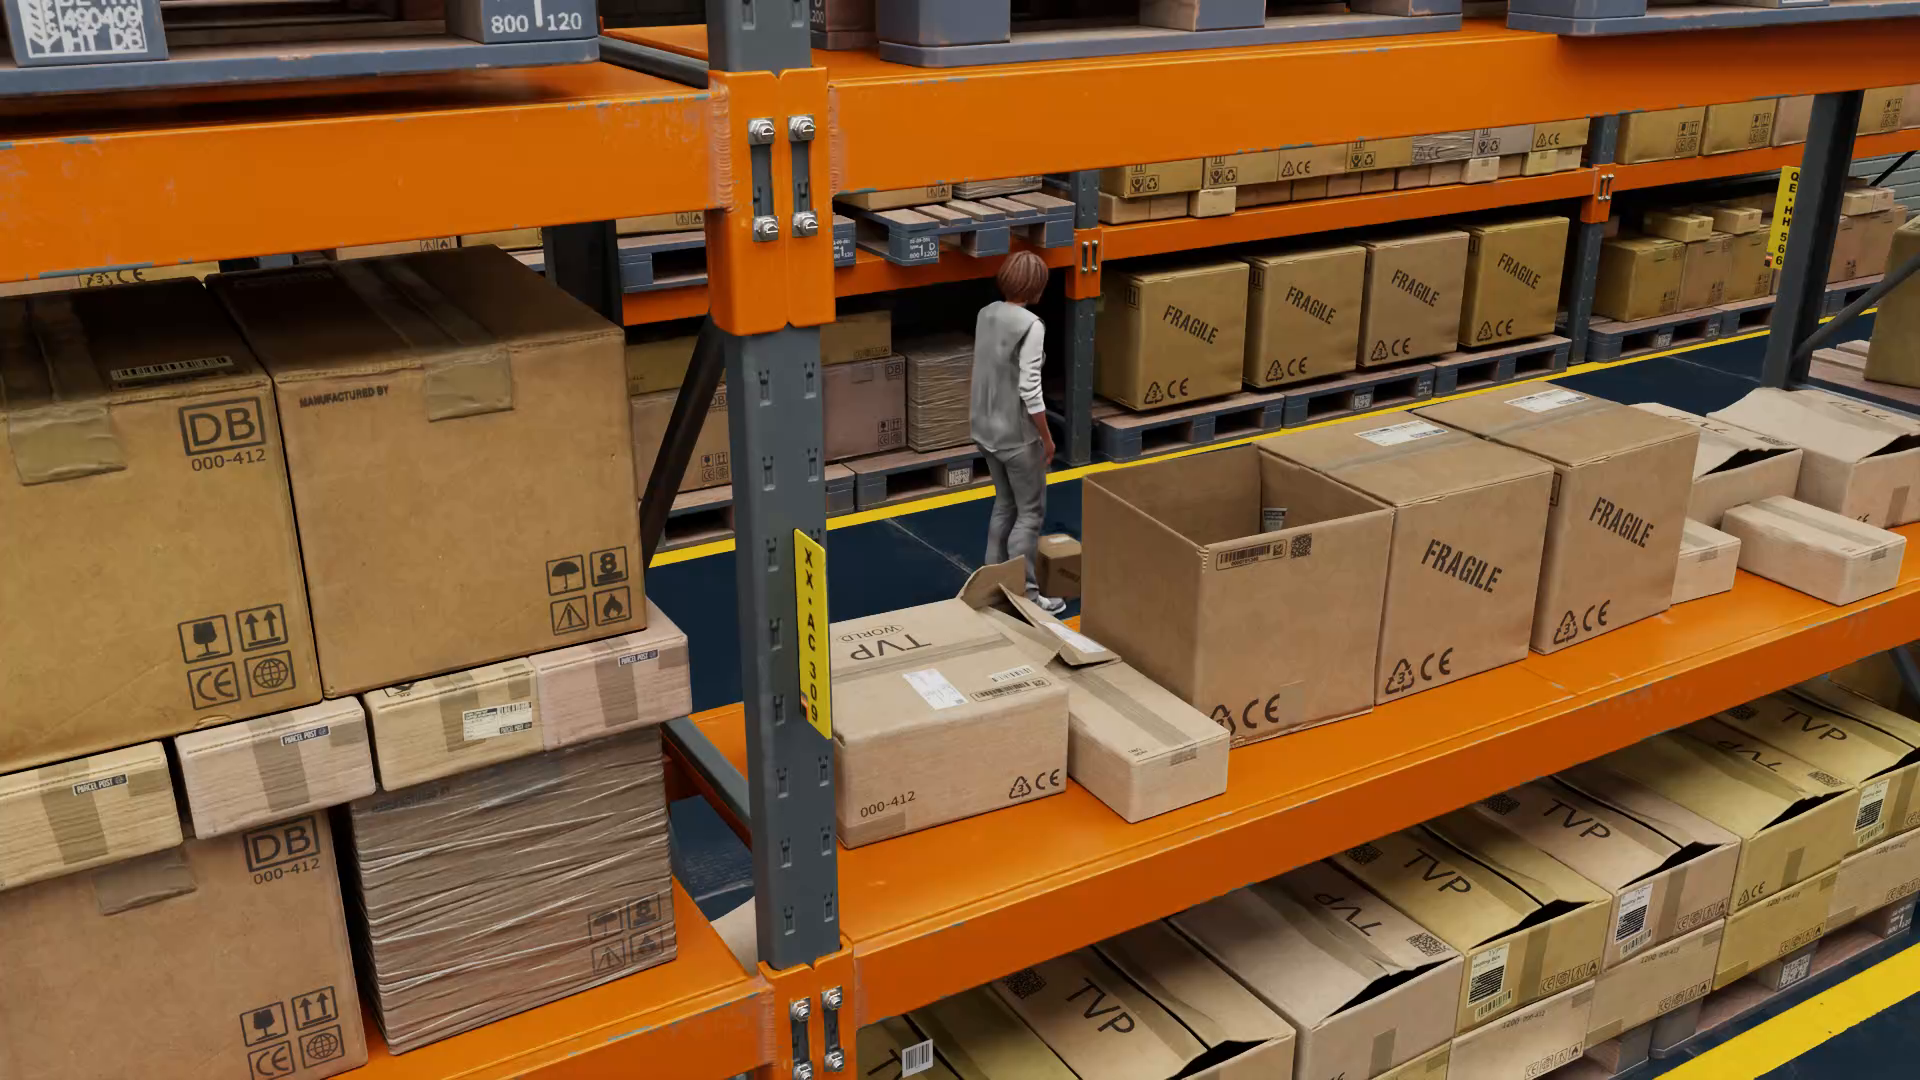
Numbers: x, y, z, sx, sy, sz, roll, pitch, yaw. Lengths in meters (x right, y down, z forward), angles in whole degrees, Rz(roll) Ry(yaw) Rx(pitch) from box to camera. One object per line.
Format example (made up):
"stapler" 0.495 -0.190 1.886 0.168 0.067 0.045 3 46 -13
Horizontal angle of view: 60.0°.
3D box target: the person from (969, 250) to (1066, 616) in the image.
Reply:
"person" 0.241 -0.455 7.225 0.374 1.593 0.460 -13 26 -30
